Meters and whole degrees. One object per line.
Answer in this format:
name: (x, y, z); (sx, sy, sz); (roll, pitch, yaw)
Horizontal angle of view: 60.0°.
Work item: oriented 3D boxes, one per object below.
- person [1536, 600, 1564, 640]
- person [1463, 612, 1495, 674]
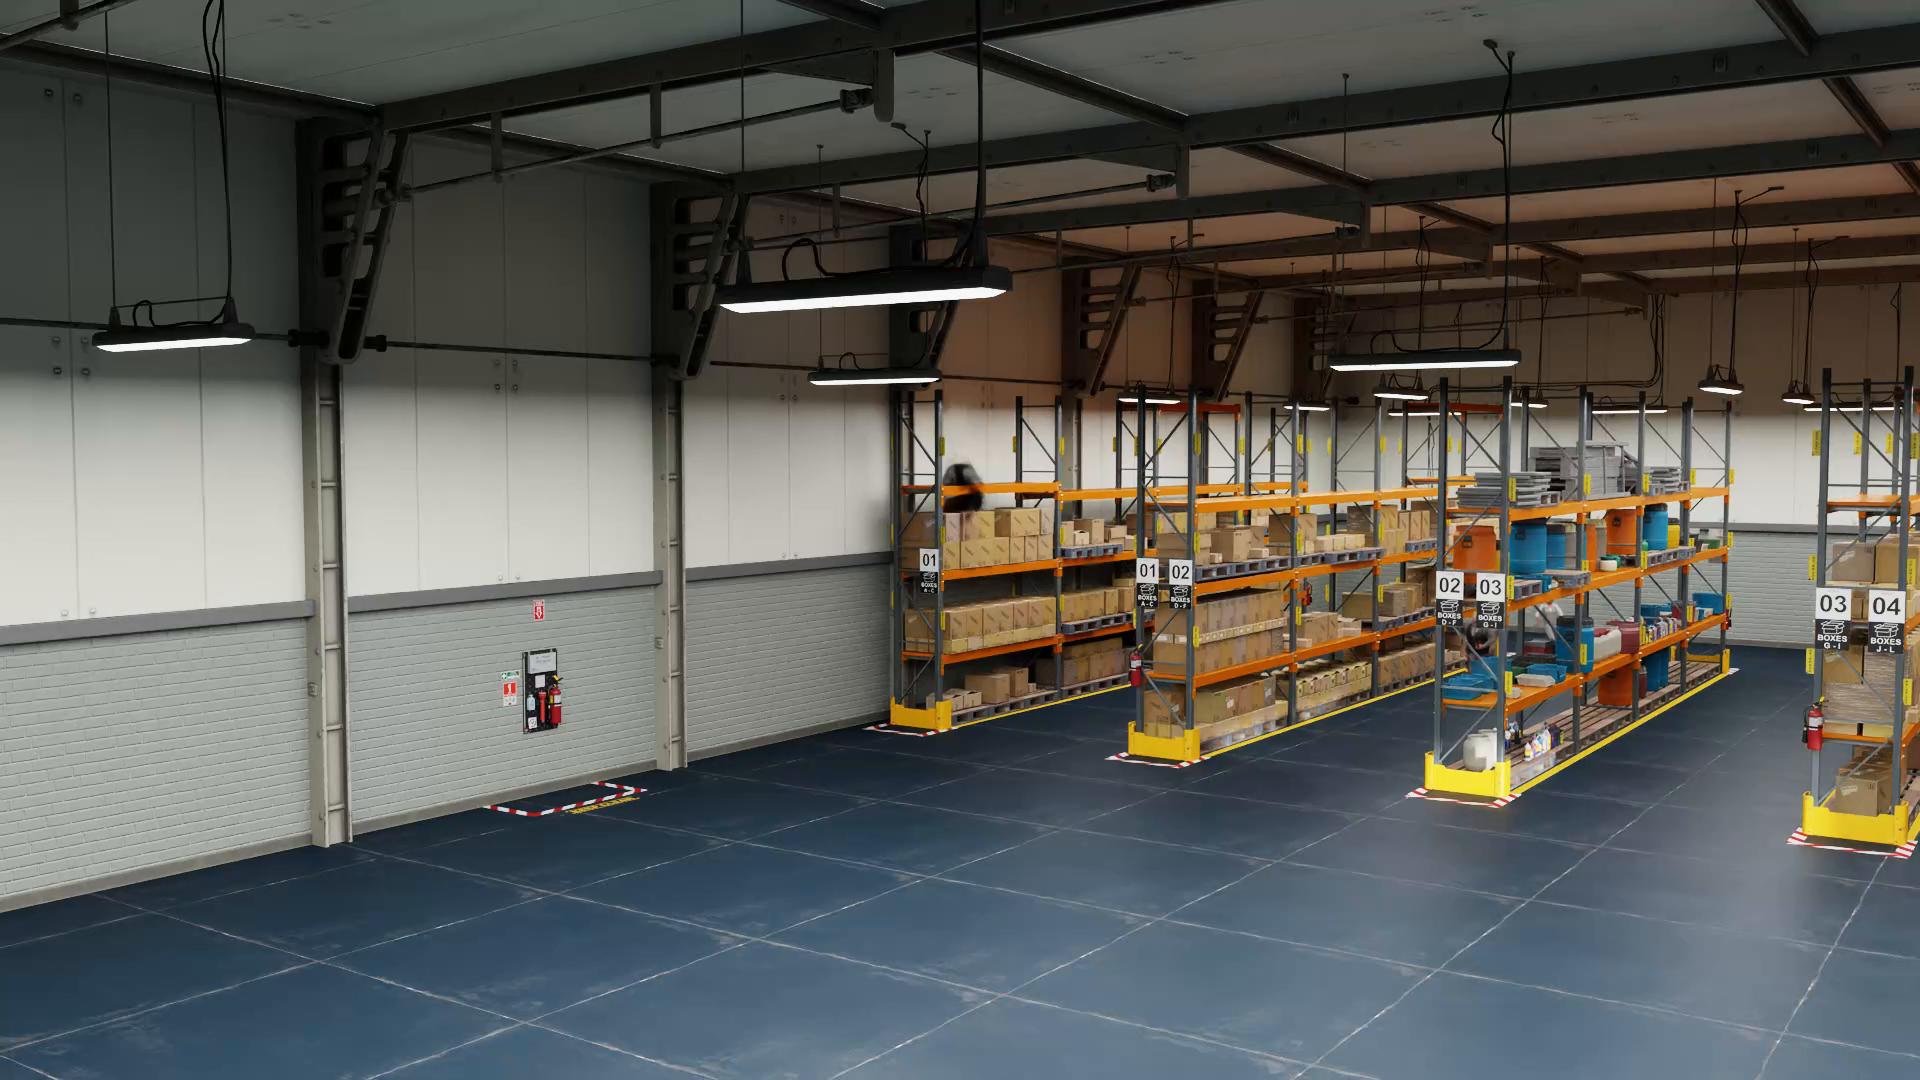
person: (13.681, 2.027, 38.530); (0.585, 1.597, 0.742); (0, 3, 7)
person: (10.219, 2.272, 32.780); (0.655, 1.720, 0.892); (2, 4, 35)
